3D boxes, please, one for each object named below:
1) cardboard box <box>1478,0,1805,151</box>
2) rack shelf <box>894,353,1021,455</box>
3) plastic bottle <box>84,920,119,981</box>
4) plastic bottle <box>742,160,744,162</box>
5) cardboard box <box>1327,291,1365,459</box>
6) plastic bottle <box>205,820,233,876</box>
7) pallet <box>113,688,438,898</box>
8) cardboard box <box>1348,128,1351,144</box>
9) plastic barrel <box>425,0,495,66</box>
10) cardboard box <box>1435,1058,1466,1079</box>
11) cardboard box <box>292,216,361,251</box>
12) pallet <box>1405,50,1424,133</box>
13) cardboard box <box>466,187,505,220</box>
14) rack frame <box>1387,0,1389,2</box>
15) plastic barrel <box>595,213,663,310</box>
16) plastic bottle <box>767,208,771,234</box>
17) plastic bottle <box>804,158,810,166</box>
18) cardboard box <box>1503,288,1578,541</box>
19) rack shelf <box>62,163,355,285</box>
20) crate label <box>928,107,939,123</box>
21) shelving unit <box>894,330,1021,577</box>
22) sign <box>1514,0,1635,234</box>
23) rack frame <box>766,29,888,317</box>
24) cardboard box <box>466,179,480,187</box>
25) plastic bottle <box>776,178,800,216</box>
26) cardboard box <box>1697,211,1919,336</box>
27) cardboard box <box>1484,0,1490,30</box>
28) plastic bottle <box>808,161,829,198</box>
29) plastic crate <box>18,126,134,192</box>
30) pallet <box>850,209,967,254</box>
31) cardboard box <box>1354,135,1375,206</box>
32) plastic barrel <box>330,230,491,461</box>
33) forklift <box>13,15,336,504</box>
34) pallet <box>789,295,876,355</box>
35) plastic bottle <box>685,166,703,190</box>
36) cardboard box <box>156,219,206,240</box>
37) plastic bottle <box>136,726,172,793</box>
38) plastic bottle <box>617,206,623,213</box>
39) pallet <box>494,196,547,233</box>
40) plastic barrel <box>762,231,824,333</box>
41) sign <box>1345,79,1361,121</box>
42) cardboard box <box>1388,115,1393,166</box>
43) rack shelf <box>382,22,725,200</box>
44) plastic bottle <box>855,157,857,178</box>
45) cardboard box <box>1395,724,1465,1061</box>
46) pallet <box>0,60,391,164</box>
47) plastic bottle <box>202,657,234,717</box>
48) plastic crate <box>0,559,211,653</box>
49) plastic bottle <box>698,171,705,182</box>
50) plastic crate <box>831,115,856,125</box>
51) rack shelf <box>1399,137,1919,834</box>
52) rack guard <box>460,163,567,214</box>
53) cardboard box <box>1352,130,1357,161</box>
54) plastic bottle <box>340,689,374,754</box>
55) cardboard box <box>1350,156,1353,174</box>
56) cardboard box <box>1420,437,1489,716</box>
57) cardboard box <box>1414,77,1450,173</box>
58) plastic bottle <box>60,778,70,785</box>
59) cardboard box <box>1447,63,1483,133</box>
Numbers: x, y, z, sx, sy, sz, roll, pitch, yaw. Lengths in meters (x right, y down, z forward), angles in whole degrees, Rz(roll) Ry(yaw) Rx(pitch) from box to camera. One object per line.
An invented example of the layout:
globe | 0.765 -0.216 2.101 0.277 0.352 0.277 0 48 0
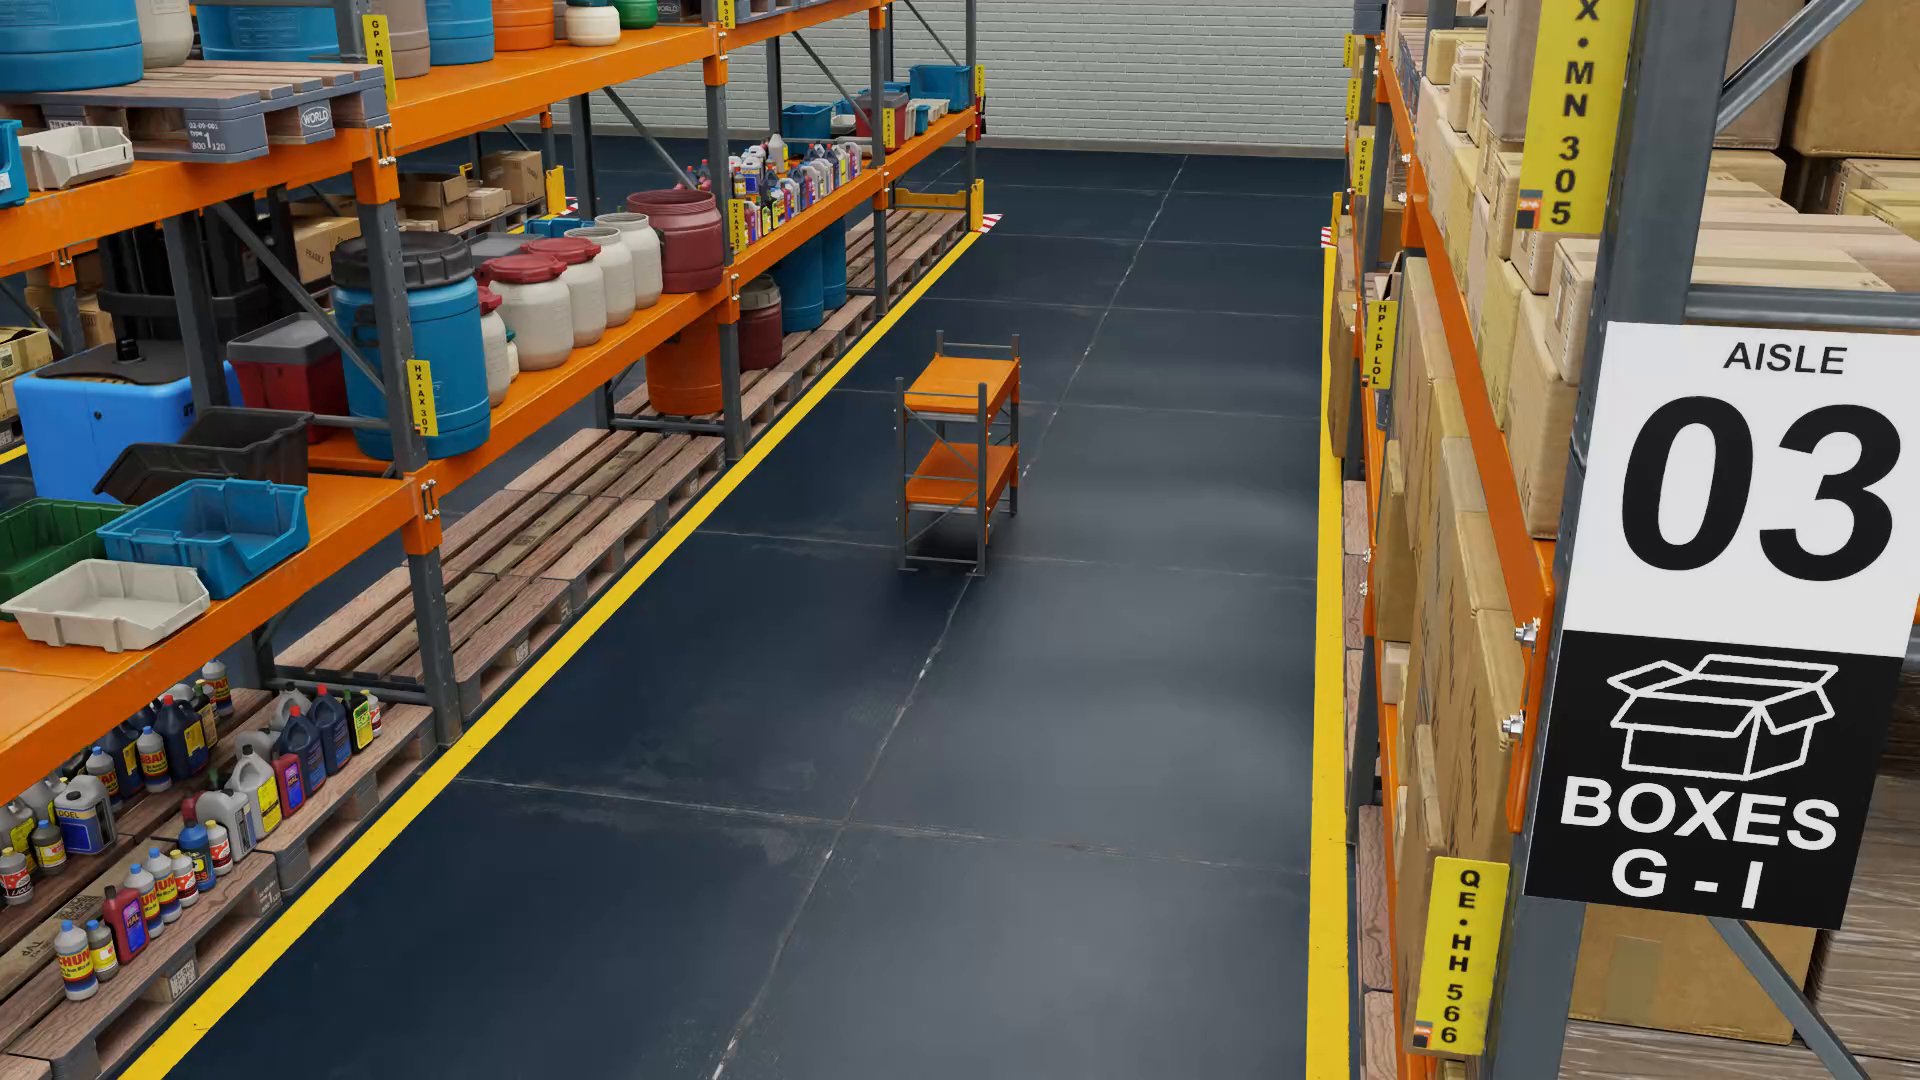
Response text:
cardboard box | 1.323 -1.062 3.259 0.500 0.500 0.500 4 22 11
rack shelf | 0.001 -0.796 9.540 0.538 0.278 1.000 4 22 11
plastic bottle | -2.899 1.371 5.591 0.097 0.201 0.097 0 22 0
plastic bottle | -1.758 -2.992 13.534 0.097 0.201 0.097 0 22 0
cardboard box | 3.048 -1.054 10.737 1.225 0.875 0.875 3 22 8
plastic bottle | -2.767 1.136 6.176 0.097 0.201 0.097 0 22 0
pallet | -2.956 1.027 7.020 1.003 0.211 1.213 4 22 11
cardboard box | 3.811 -3.736 15.451 0.380 0.149 0.250 4 22 10
plastic barrel | -2.620 -2.813 8.138 0.600 0.901 0.708 4 22 11
cardboard box | 1.162 1.142 3.340 0.380 0.149 0.250 4 22 11
cardboard box | -5.815 -2.656 15.189 0.500 0.500 0.500 4 22 11
pallet | 2.301 -1.653 6.179 1.213 0.211 1.003 4 22 11
cardboard box | -5.271 -3.642 17.973 0.500 0.250 0.500 4 22 11
rack frame | 2.886 -4.377 8.675 1.000 3.000 0.127 4 22 11
plastic barrel | -1.963 -1.631 9.738 0.421 0.512 0.421 0 22 0
plastic bottle | -1.385 -2.271 11.744 0.097 0.201 0.097 0 22 0
plastic bottle | -1.213 -2.891 13.188 0.097 0.271 0.097 0 22 0
cardboard box | 1.104 -0.186 2.485 0.500 0.250 0.500 5 22 12
rack shelf | -6.403 -2.748 13.625 1.077 0.370 4.000 4 22 11
crate label | -0.425 -4.282 16.743 0.396 0.136 0.243 4 22 11
shelving unit | 0.001 -0.524 9.650 0.538 1.125 1.048 4 22 11
sign | 0.715 -0.520 1.929 0.100 0.325 0.005 4 22 11
rack frame | -1.146 -3.434 14.366 1.000 3.000 0.127 4 22 11
cardboard box | -5.669 -3.845 18.477 0.500 0.250 0.500 4 22 11
plastic bottle | -1.275 -2.555 12.348 0.152 0.276 0.135 4 22 11
cardboard box | 1.173 -0.387 2.450 0.380 0.149 0.250 4 22 9
cardboard box | 2.263 -1.929 5.914 0.797 0.503 0.637 3 22 8
plastic bottle | -1.115 -2.841 13.058 0.152 0.276 0.135 4 22 11
plastic crate | -2.710 -1.160 5.056 0.243 0.136 0.396 4 22 11
pallet | -0.536 -3.305 17.778 1.003 0.211 1.213 4 22 11
cardboard box | 3.262 -2.770 12.583 0.500 0.500 0.500 4 22 11
plastic barrel | -2.403 -0.859 7.301 0.600 0.901 0.708 4 22 11
forklift | -4.463 -1.758 10.296 1.130 2.935 3.031 5 22 12
pallet | -1.344 -1.862 14.194 1.003 0.211 1.213 4 22 11
plastic bottle | -1.991 -2.602 12.365 0.144 0.351 0.185 4 22 11
cardboard box | -6.638 -2.498 13.795 0.500 0.250 0.500 4 22 10
plastic bottle | -3.261 0.879 6.720 0.097 0.271 0.097 0 22 0
plastic bottle | -2.297 -2.098 11.203 0.061 0.283 0.133 4 22 11
pallet | -5.355 -3.663 18.667 1.003 0.211 1.213 4 22 11
plastic barrel | -1.418 -2.199 13.546 0.600 0.901 0.708 4 22 11
sign | 3.159 -3.537 13.356 0.100 0.325 0.005 4 22 11
cardboard box | 3.318 -2.856 11.452 0.797 0.503 0.637 5 23 13
rack shelf | -2.370 -2.298 8.491 1.077 0.370 4.000 4 22 11
plastic bottle | -0.907 -3.129 13.873 0.097 0.201 0.097 0 22 0
cardboard box | 1.378 0.756 3.428 0.875 0.500 0.500 4 22 11
pallet | -2.830 -1.541 5.902 1.213 0.211 1.003 4 22 11
plastic bottle | -3.273 0.636 7.322 0.097 0.271 0.097 0 22 0
plastic crate | -2.862 0.227 5.628 0.530 0.136 0.437 4 22 11
plastic bottle | -1.940 -2.628 12.519 0.061 0.283 0.133 4 22 11
plastic crate | -1.085 -4.000 16.042 0.293 0.136 0.466 4 22 11
rack shelf | 1.662 -0.457 3.922 1.077 0.370 4.000 4 22 11
rack guard | -5.194 -4.089 19.337 1.175 0.500 0.348 4 22 11
cardboard box | 3.536 -3.307 13.851 0.500 0.250 0.500 4 22 10
plastic bottle | -2.554 0.748 7.027 0.061 0.283 0.133 6 23 14
cardboard box | 3.497 -3.171 14.048 0.380 0.149 0.250 5 22 12
cardboard box | 1.325 0.098 3.725 0.500 0.500 0.500 4 22 11
cardboard box | 1.728 -1.308 5.271 0.500 0.250 0.500 4 22 9
plastic bottle | -3.469 1.020 6.463 0.097 0.201 0.097 0 22 0
cardboard box | 1.491 -1.158 4.367 0.380 0.149 0.250 4 22 10
